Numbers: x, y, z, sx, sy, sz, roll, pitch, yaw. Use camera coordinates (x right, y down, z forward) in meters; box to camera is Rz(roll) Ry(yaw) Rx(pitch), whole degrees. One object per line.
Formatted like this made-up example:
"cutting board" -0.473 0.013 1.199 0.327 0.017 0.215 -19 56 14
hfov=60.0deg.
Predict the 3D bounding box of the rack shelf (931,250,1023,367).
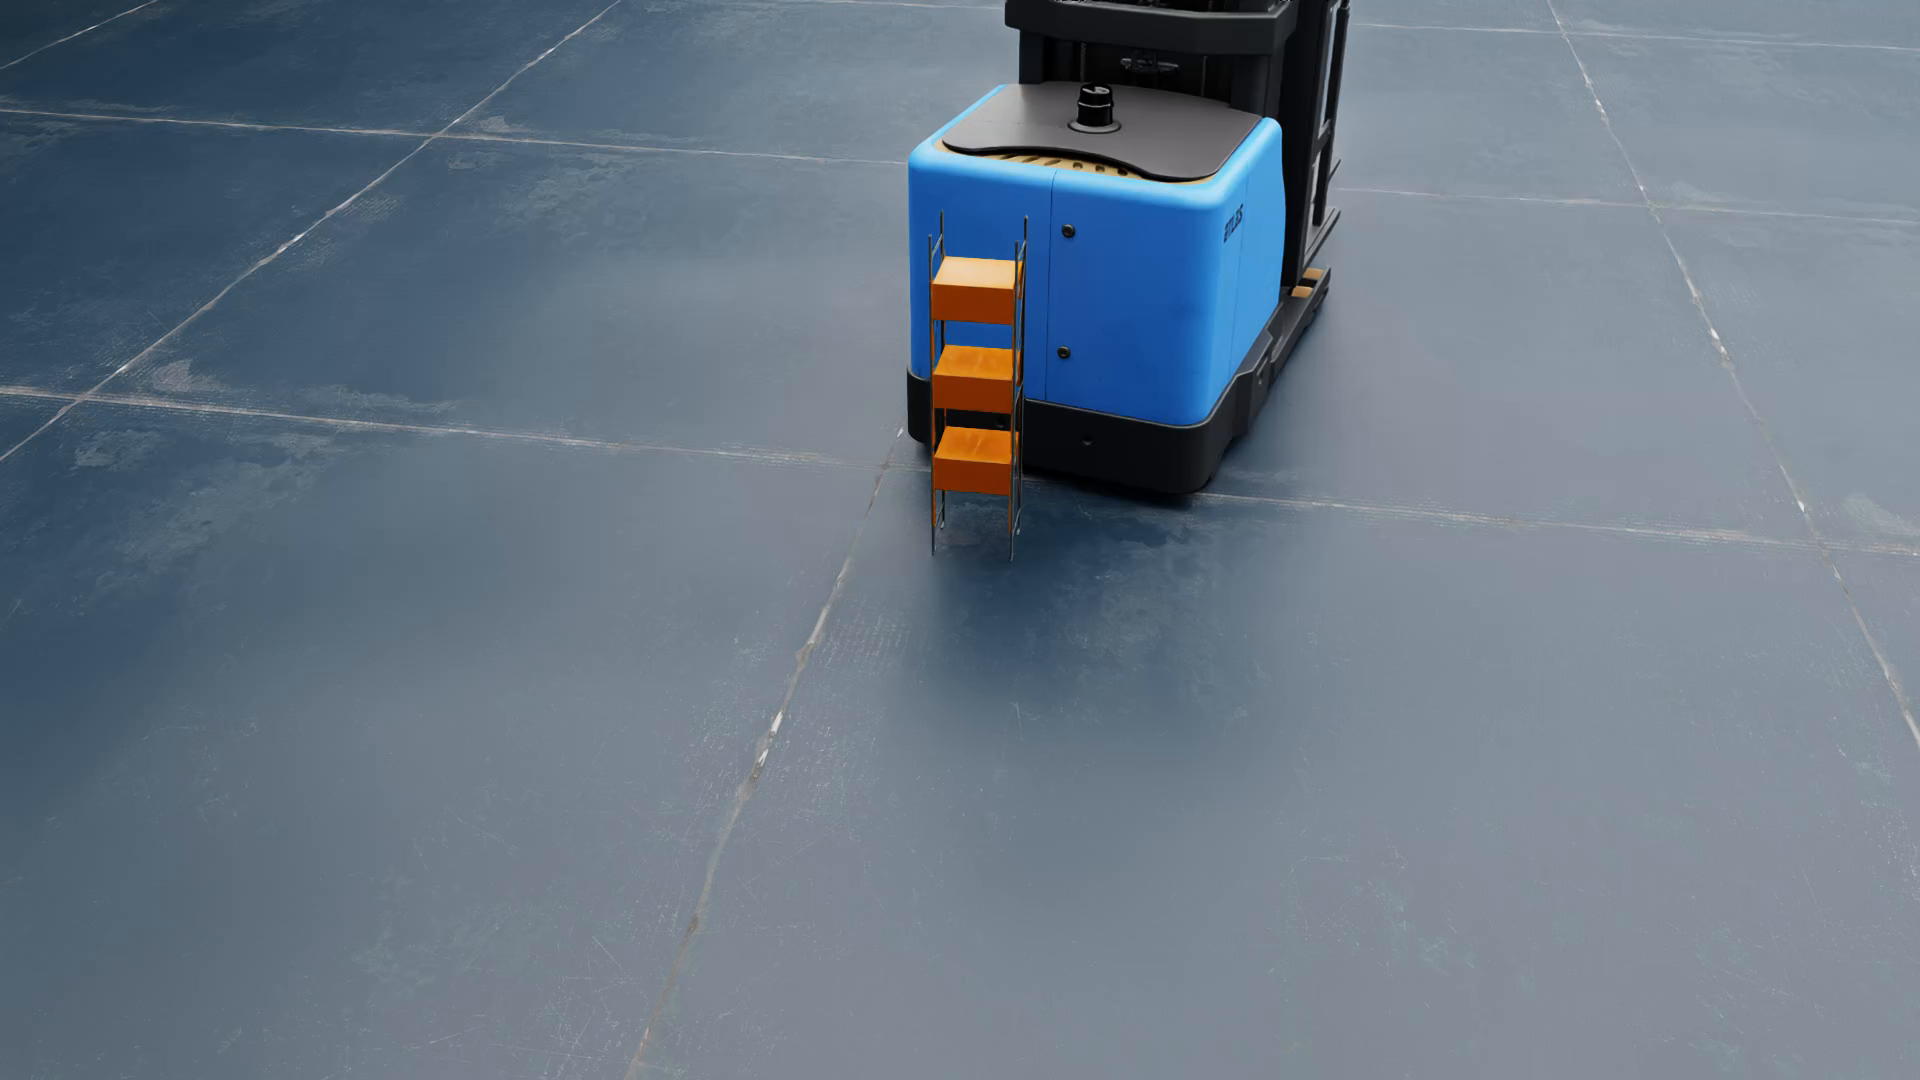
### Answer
"rack shelf" 0.053 -0.672 4.819 0.240 0.259 0.215 5 32 8

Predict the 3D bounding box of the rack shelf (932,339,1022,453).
"rack shelf" 0.053 -0.431 4.969 0.240 0.259 0.215 5 32 8

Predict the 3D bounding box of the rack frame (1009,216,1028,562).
"rack frame" 0.173 -0.429 4.946 0.008 1.050 0.200 5 32 8

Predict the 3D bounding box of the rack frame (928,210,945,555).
"rack frame" -0.068 -0.451 4.981 0.008 1.050 0.200 5 32 8

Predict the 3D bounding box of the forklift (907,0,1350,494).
"forklift" 0.857 -2.161 5.940 1.130 2.935 3.031 13 34 19

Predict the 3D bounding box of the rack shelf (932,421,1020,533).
"rack shelf" 0.053 -0.196 5.117 0.240 0.259 0.215 5 32 8

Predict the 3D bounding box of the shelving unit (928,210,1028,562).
"shelving unit" 0.053 -0.440 4.964 0.252 1.050 0.215 5 32 8
